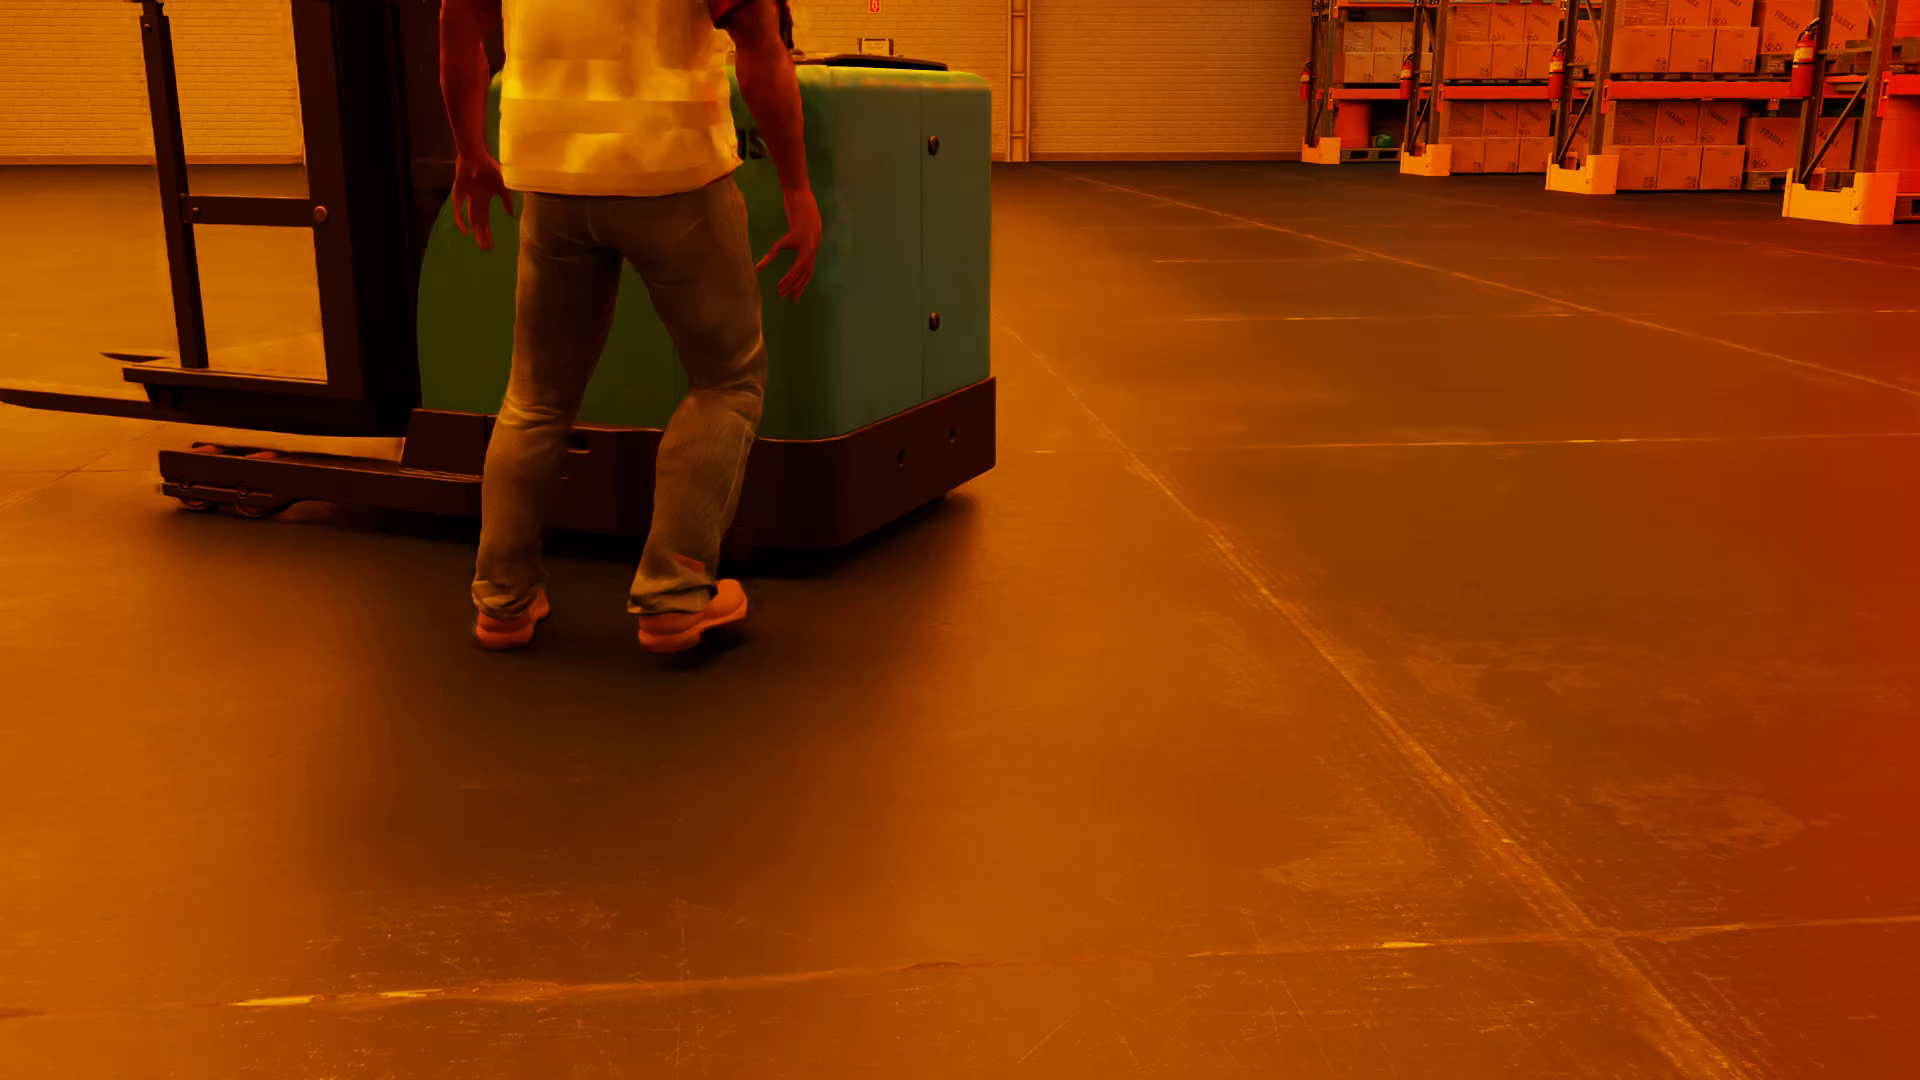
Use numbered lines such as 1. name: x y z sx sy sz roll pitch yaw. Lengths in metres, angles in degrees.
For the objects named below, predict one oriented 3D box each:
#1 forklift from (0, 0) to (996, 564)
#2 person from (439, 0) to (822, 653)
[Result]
1. forklift: -1.472 -1.588 4.212 3.031 2.935 1.130 6 16 22
2. person: -0.588 -0.652 3.007 0.805 1.737 0.440 6 16 21
